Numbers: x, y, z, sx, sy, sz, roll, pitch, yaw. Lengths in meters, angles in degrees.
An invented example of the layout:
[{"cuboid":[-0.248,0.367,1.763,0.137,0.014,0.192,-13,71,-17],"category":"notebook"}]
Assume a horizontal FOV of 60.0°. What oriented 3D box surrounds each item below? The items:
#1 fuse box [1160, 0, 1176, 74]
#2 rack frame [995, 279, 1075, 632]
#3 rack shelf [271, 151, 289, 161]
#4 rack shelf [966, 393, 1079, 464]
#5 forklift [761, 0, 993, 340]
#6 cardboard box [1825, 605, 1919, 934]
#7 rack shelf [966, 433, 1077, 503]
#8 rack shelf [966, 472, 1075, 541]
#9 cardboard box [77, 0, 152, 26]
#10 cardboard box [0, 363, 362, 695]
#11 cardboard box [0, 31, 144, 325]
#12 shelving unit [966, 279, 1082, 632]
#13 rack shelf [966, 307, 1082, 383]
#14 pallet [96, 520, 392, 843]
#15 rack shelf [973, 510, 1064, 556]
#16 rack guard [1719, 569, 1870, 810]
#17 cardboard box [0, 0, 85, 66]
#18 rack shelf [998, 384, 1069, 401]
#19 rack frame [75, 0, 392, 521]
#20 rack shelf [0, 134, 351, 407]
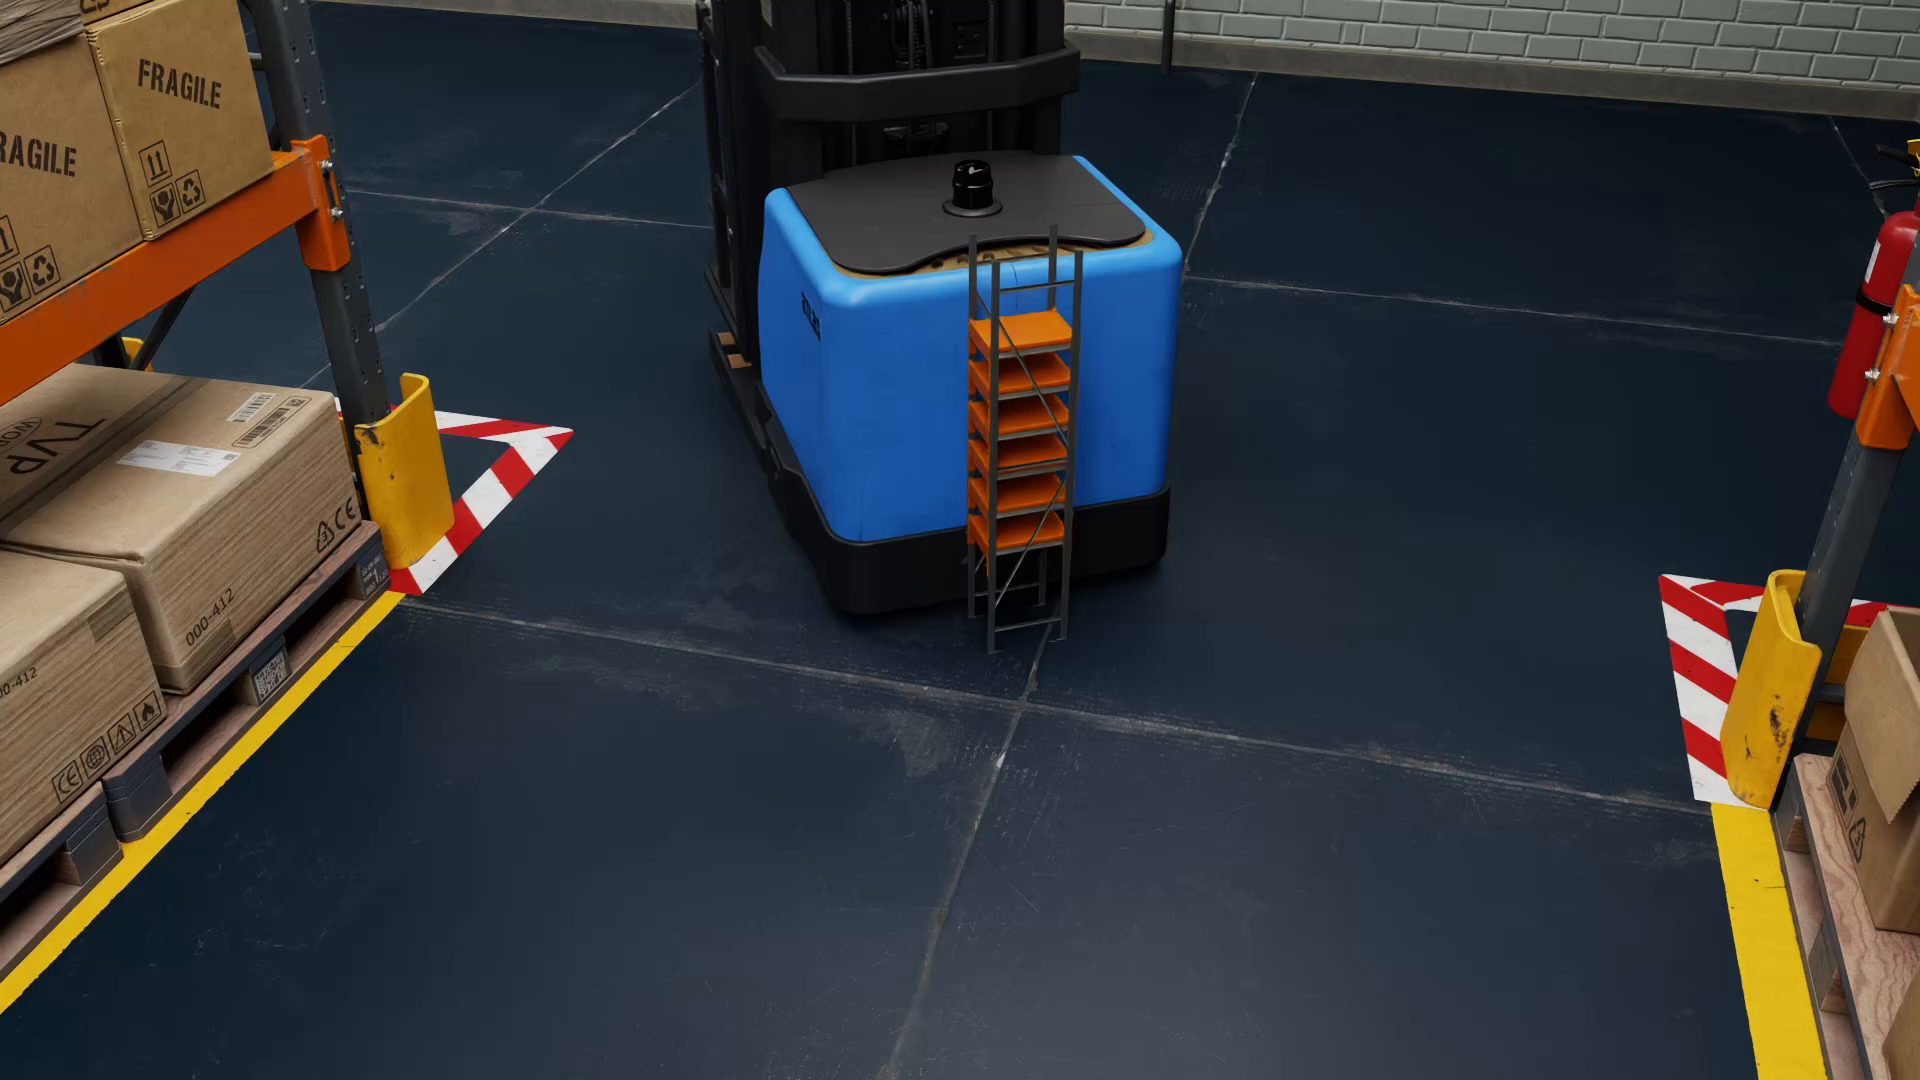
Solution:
[{"cuboid":[1.182,-3.346,8.918,0.539,1.711,0.414,8,33,12],"category":"fuse box"},{"cuboid":[0.194,-0.199,4.444,0.228,1.046,0.002,-10,34,-15],"category":"rack frame"},{"cuboid":[-5.135,-2.371,2.261,5.869,4.714,3.910,8,33,12],"category":"rack shelf"},{"cuboid":[0.165,-0.309,4.477,0.258,0.103,0.180,-10,34,-15],"category":"rack shelf"},{"cuboid":[-15.191,-4.432,3.834,29.450,9.000,12.035,-10,34,-15],"category":"forklift"},{"cuboid":[2.334,0.533,3.552,0.797,0.503,0.637,7,33,10],"category":"cardboard box"},{"cuboid":[0.165,-0.208,4.541,0.258,0.103,0.180,-10,34,-15],"category":"rack shelf"},{"cuboid":[0.165,-0.107,4.606,0.258,0.103,0.180,-10,34,-15],"category":"rack shelf"},{"cuboid":[-2.113,-1.503,3.794,0.500,0.500,0.500,9,34,14],"category":"cardboard box"},{"cuboid":[-2.292,-0.062,4.548,0.875,0.438,0.875,7,33,11],"category":"cardboard box"},{"cuboid":[-2.229,-0.819,3.650,0.500,0.500,0.500,7,33,11],"category":"cardboard box"},{"cuboid":[0.166,-0.245,4.516,0.258,1.046,0.183,-10,34,-15],"category":"shelving unit"},{"cuboid":[0.165,-0.512,4.348,0.258,0.103,0.180,-10,34,-15],"category":"rack shelf"},{"cuboid":[-2.348,0.280,4.612,1.003,0.211,1.213,8,33,12],"category":"pallet"},{"cuboid":[0.165,-0.028,4.656,0.221,0.034,0.171,-10,34,-15],"category":"rack shelf"},{"cuboid":[2.562,0.446,4.082,1.175,0.500,0.348,8,33,12],"category":"rack guard"},{"cuboid":[-2.217,-1.228,3.361,0.500,0.500,0.500,8,33,13],"category":"cardboard box"},{"cuboid":[0.165,-0.427,4.402,0.199,0.020,0.166,-10,34,-15],"category":"rack shelf"},{"cuboid":[-2.221,-1.322,4.533,1.000,3.000,0.127,8,33,12],"category":"rack frame"},{"cuboid":[-2.729,0.020,3.094,1.077,0.370,4.000,8,33,12],"category":"rack shelf"}]
